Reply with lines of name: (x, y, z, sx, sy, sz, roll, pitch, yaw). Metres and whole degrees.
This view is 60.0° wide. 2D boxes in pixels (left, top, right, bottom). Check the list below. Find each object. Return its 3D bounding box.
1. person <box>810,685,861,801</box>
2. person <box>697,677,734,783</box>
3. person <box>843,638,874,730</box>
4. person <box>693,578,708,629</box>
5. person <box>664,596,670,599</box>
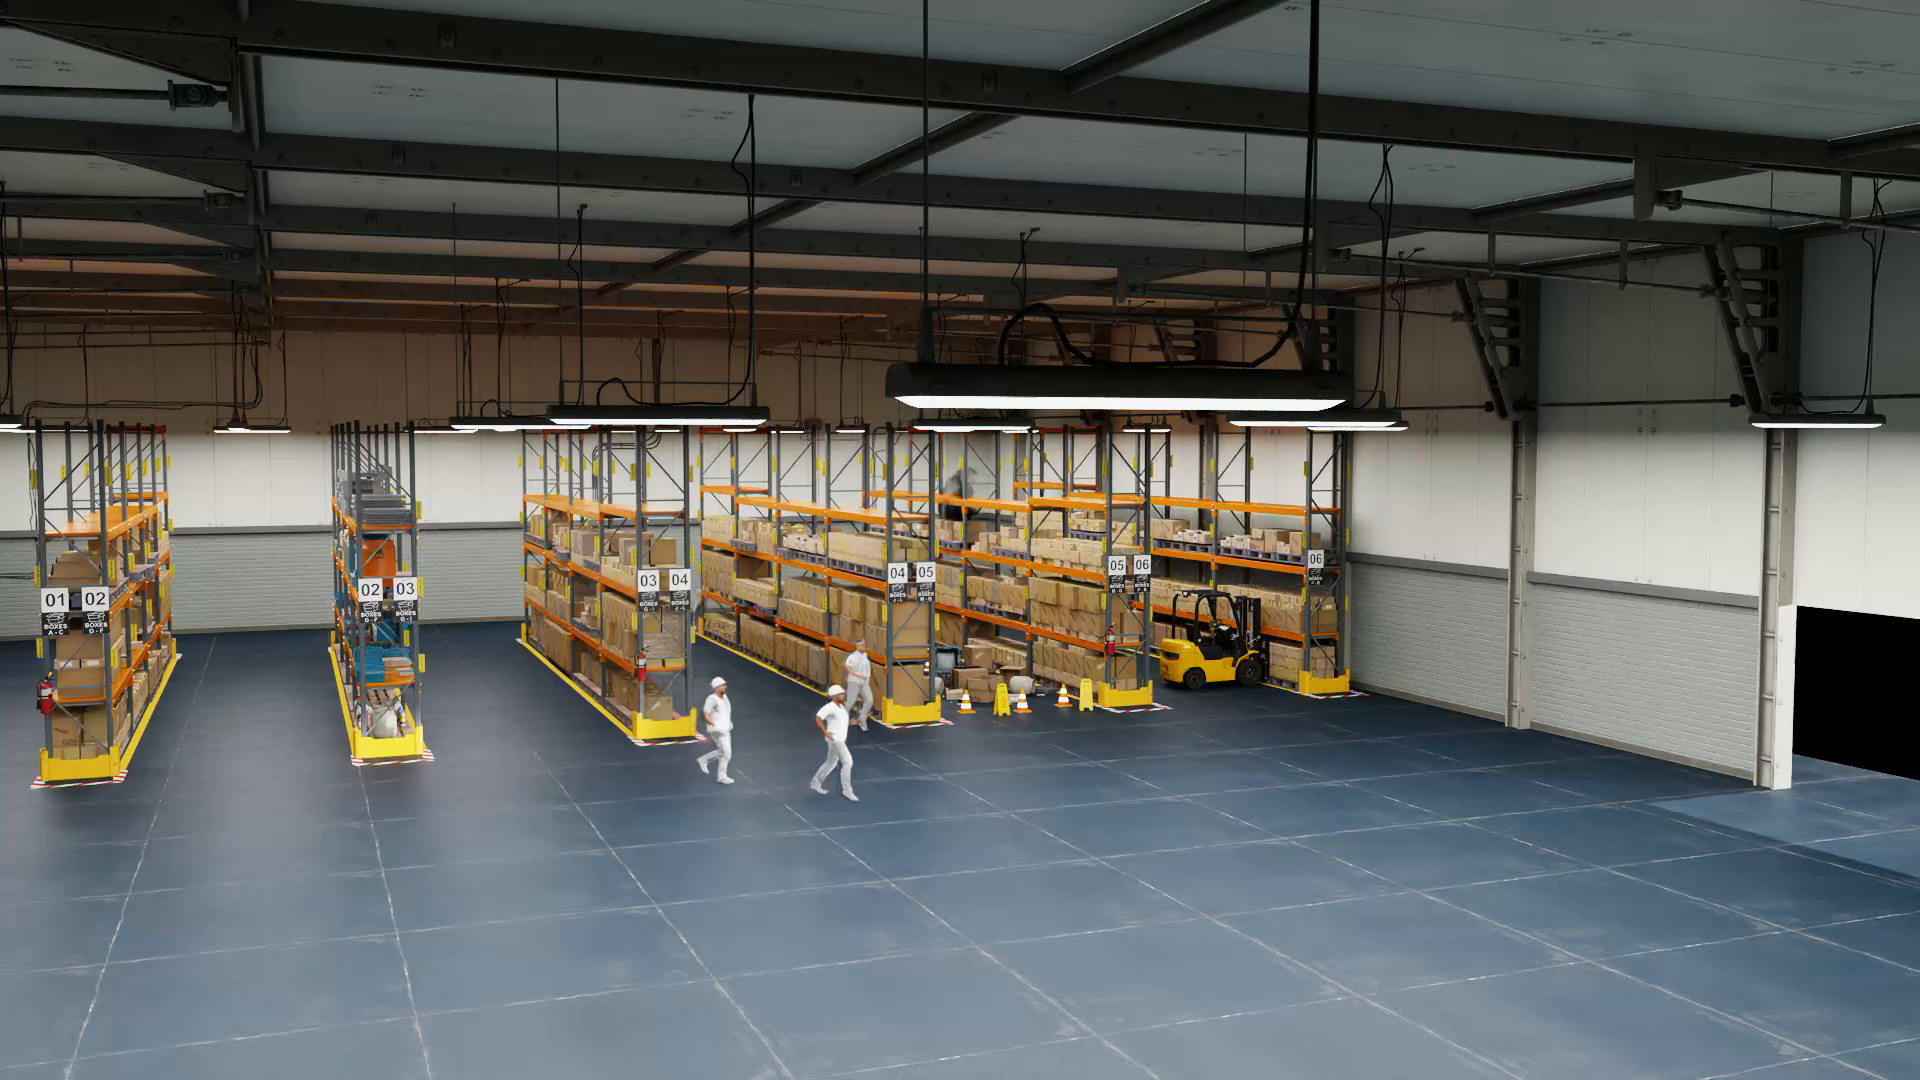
person: (-1.978, 3.200, 26.236, 0.816, 1.825, 0.679, 0, 4, 4)
person: (-4.059, 3.135, 27.525, 0.685, 1.742, 0.707, 1, 4, 12)
person: (-2.006, 2.821, 32.659, 0.703, 1.810, 0.716, 3, 5, 39)
person: (-7.572, 1.878, 49.091, 0.518, 1.621, 0.660, 3, 5, 44)
person: (-8.456, 1.965, 47.122, 0.599, 1.672, 0.654, -1, 4, -9)
